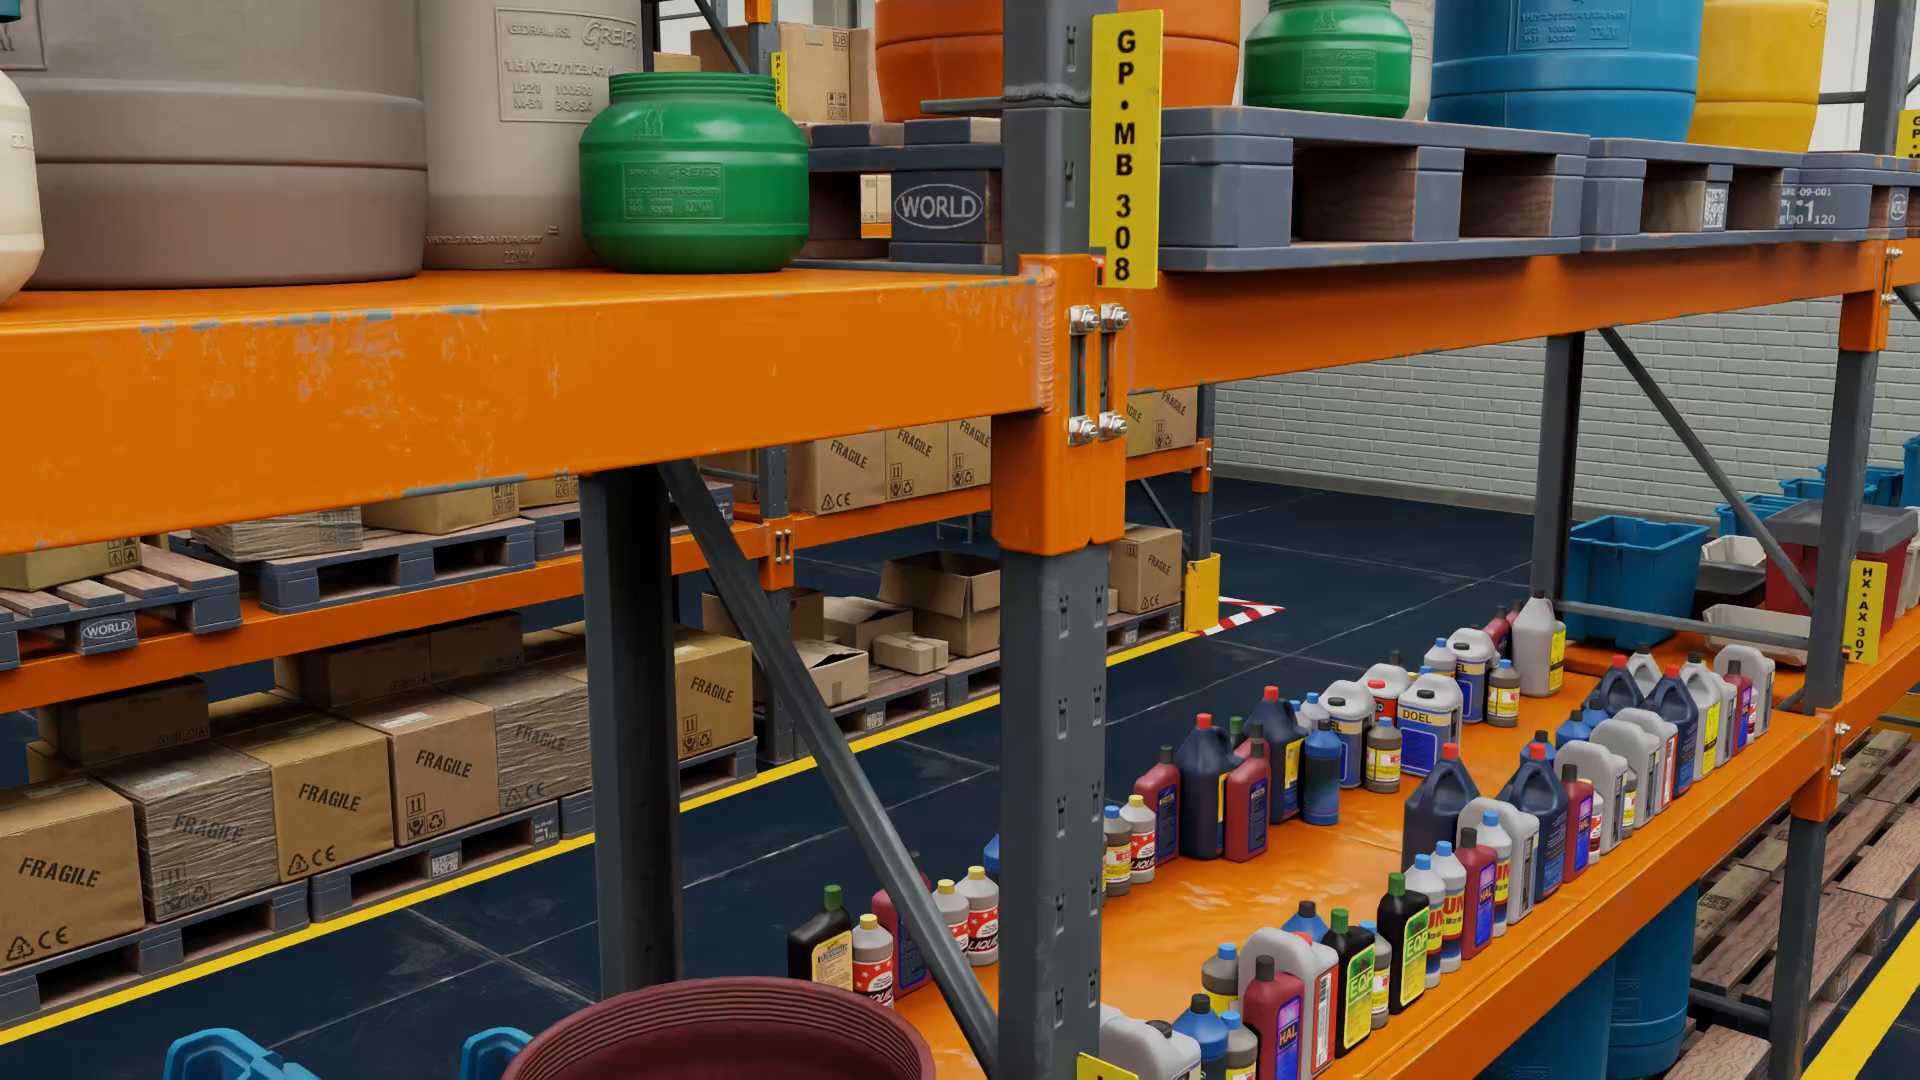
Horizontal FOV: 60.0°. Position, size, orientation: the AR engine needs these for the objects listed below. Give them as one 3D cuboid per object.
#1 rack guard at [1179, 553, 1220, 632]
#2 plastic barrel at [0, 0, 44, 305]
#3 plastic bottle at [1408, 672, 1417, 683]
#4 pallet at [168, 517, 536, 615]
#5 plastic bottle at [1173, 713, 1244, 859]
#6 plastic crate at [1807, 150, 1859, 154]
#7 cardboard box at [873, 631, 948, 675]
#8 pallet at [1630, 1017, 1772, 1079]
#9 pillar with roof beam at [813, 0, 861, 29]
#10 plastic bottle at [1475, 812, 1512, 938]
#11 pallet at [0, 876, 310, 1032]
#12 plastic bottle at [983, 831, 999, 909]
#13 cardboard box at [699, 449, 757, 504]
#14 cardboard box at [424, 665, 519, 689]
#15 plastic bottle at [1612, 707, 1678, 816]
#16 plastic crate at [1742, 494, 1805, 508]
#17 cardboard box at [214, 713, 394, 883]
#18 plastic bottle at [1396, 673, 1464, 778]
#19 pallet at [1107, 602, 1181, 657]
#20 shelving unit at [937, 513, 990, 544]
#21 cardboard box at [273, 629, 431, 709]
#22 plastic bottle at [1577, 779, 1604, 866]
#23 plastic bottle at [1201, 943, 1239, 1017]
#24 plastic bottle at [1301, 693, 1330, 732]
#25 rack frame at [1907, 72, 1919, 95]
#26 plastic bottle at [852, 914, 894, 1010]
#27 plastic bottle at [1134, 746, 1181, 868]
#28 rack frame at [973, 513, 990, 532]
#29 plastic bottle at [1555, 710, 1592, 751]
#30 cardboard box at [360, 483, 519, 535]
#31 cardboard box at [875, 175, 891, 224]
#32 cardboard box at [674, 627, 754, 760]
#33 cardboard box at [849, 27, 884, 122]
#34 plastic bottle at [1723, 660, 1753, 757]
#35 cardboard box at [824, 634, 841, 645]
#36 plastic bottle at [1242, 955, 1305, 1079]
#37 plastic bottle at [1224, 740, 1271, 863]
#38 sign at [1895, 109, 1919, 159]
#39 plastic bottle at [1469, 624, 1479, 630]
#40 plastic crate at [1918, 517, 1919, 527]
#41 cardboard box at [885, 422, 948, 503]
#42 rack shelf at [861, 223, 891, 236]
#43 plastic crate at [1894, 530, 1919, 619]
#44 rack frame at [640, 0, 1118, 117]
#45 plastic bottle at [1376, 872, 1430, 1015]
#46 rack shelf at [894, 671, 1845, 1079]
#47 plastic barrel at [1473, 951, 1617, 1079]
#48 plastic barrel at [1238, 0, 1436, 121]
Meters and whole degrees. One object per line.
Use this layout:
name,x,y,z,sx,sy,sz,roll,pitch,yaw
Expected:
rack guard,1.294,0.298,11.942,1.175,0.500,0.348,10,15,40
plastic barrel,-0.882,-0.307,1.283,0.301,0.262,0.301,0,11,0
plastic bottle,1.364,0.503,5.042,0.097,0.201,0.097,0,11,0
pallet,-2.656,0.046,7.314,1.003,0.211,1.213,10,15,40
plastic bottle,0.619,0.603,4.162,0.144,0.351,0.185,10,15,40
plastic crate,3.848,-1.549,7.309,0.504,0.338,0.767,10,15,40
cardboard box,-0.293,0.661,9.854,0.380,0.166,0.250,10,15,40
pallet,1.882,1.766,5.329,1.003,0.211,1.213,10,15,40
pillar with roof beam,1.987,-4.473,14.131,9.100,9.000,0.400,10,15,40
plastic bottle,1.170,0.737,3.691,0.097,0.271,0.097,0,11,0
pallet,-3.415,1.501,6.659,1.003,0.211,1.213,10,15,40
plastic bottle,0.099,0.750,3.624,0.097,0.271,0.097,0,11,0
cardboard box,-1.159,-0.506,9.331,0.500,0.500,0.500,10,15,41
cardboard box,-2.477,0.852,8.046,0.500,0.500,0.500,10,15,41
plastic bottle,1.831,0.579,4.469,0.152,0.276,0.135,10,15,40
plastic crate,3.783,-0.058,7.616,0.416,0.233,0.300,10,15,40
cardboard box,-2.745,1.067,6.968,0.500,0.500,0.500,10,15,40
plastic bottle,1.334,0.526,4.735,0.152,0.276,0.135,10,15,40
pallet,0.769,0.557,11.382,1.003,0.211,1.213,10,15,40
shelving unit,0.109,-1.054,14.627,0.431,2.100,0.503,10,15,40
cardboard box,-2.789,0.553,7.630,0.500,0.250,0.500,9,15,39
plastic bottle,1.533,0.690,4.104,0.097,0.201,0.097,0,11,0
plastic bottle,0.510,0.873,3.188,0.097,0.201,0.097,0,11,0
plastic bottle,0.969,0.557,4.595,0.097,0.271,0.097,0,11,0
rack frame,5.063,-3.240,7.956,1.000,3.000,0.127,10,15,40
plastic bottle,-0.182,0.847,3.318,0.097,0.201,0.097,0,11,0
plastic bottle,0.483,0.654,4.078,0.061,0.283,0.133,10,15,40
rack frame,0.270,-1.090,14.807,0.400,2.100,0.015,10,15,40
plastic bottle,1.636,0.588,4.438,0.097,0.271,0.097,0,11,0
cardboard box,-2.416,-0.337,7.414,0.700,0.500,0.500,6,13,26
cardboard box,-0.456,-1.860,9.091,0.500,0.250,0.500,10,15,40
cardboard box,-1.406,0.769,8.459,0.500,0.500,0.500,10,15,40
cardboard box,-0.567,-2.492,9.064,0.700,0.500,0.500,10,15,40
plastic bottle,2.287,0.488,4.909,0.061,0.283,0.133,10,15,40
cardboard box,-0.930,0.649,9.961,0.380,0.149,0.250,10,15,40
plastic bottle,0.562,0.872,2.984,0.061,0.283,0.133,10,15,40
plastic bottle,0.713,0.645,4.121,0.061,0.283,0.133,10,15,40
sign,2.834,-1.113,4.945,0.100,0.325,0.005,10,15,40
plastic bottle,1.645,0.406,5.349,0.097,0.271,0.097,0,11,0
plastic crate,4.458,-0.014,7.642,0.396,0.136,0.243,10,15,40
cardboard box,-0.419,-0.515,9.375,0.500,0.500,0.500,10,15,41
rack shelf,0.024,-1.763,10.056,1.077,0.370,4.000,10,15,40
plastic crate,3.569,0.119,6.609,0.437,0.282,0.530,10,15,40
rack frame,-0.218,-2.063,2.063,1.000,3.000,0.127,10,15,40
plastic bottle,0.891,0.799,3.352,0.061,0.283,0.133,10,15,40
rack shelf,1.102,0.938,4.195,1.077,0.370,4.000,10,15,40
plastic barrel,1.583,1.296,4.850,0.600,0.901,0.708,10,15,40
plastic barrel,0.839,-1.145,3.706,0.433,0.535,0.433,0,11,0
